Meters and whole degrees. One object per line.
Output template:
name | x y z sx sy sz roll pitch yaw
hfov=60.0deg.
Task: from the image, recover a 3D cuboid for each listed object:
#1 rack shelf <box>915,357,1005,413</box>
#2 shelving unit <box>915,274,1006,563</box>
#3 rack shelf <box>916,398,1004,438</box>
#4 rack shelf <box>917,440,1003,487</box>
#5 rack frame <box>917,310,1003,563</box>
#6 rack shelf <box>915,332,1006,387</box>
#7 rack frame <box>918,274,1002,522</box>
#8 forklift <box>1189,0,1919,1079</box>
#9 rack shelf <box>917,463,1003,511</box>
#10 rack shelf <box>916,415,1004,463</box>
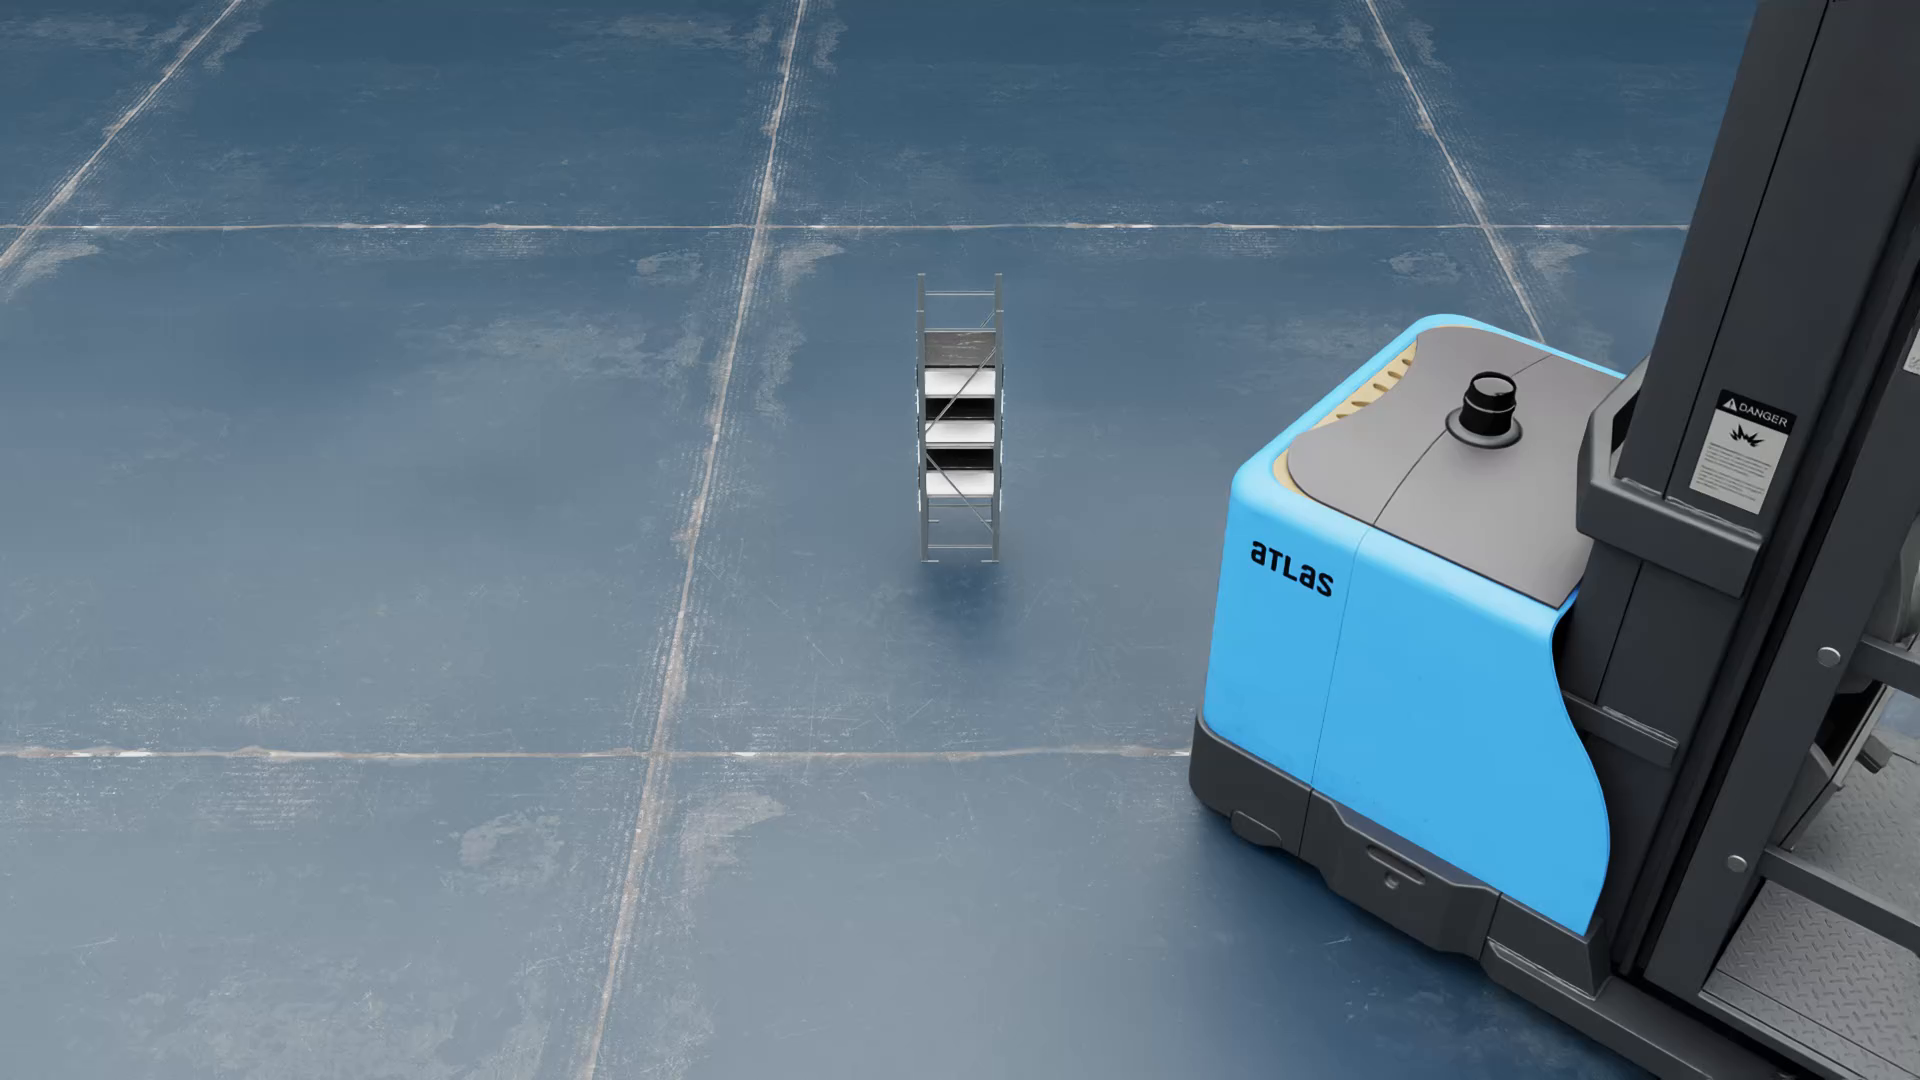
rack shelf | 0.000 -0.461 4.871 0.258 0.077 0.200 0 39 0
shelving unit | 0.000 -0.346 4.962 0.258 0.900 0.210 0 39 0
rack shelf | 0.000 -0.390 4.927 0.258 0.077 0.200 0 39 0
rack shelf | 0.000 -0.250 5.039 0.258 0.077 0.200 0 39 0
rack frame | 0.000 -0.282 4.883 0.240 0.900 0.006 0 39 0
rack shelf | 0.000 -0.531 4.814 0.258 0.077 0.200 0 39 0
rack frame | 0.000 -0.410 5.042 0.240 0.900 0.006 0 39 0
forklift | 2.049 -0.087 3.015 3.031 2.935 1.130 28 46 30
rack shelf | 0.000 -0.180 5.096 0.258 0.077 0.200 0 39 0
rack shelf | 0.000 -0.320 4.983 0.258 0.077 0.200 0 39 0
